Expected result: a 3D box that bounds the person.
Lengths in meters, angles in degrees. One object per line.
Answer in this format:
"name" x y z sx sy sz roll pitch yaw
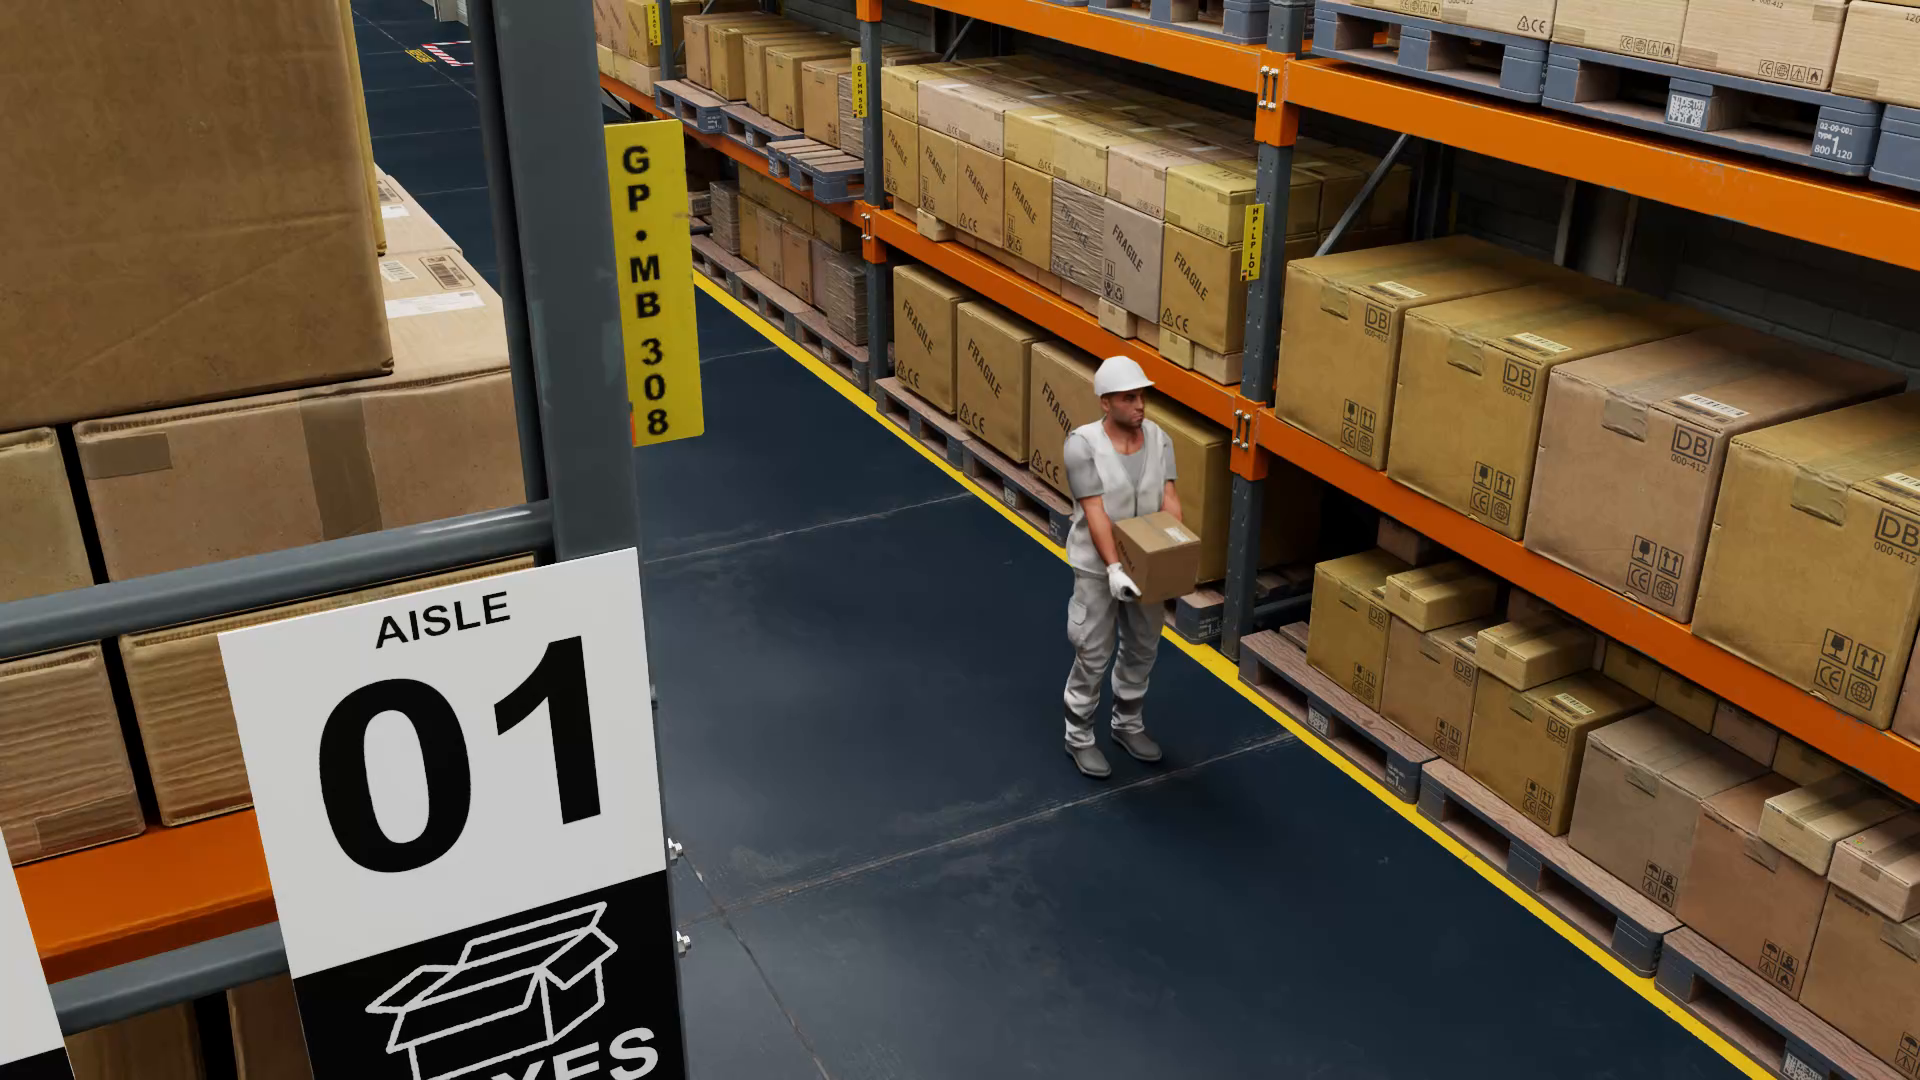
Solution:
"person" 0.700 0.149 6.769 0.494 1.784 0.566 -12 28 -24
